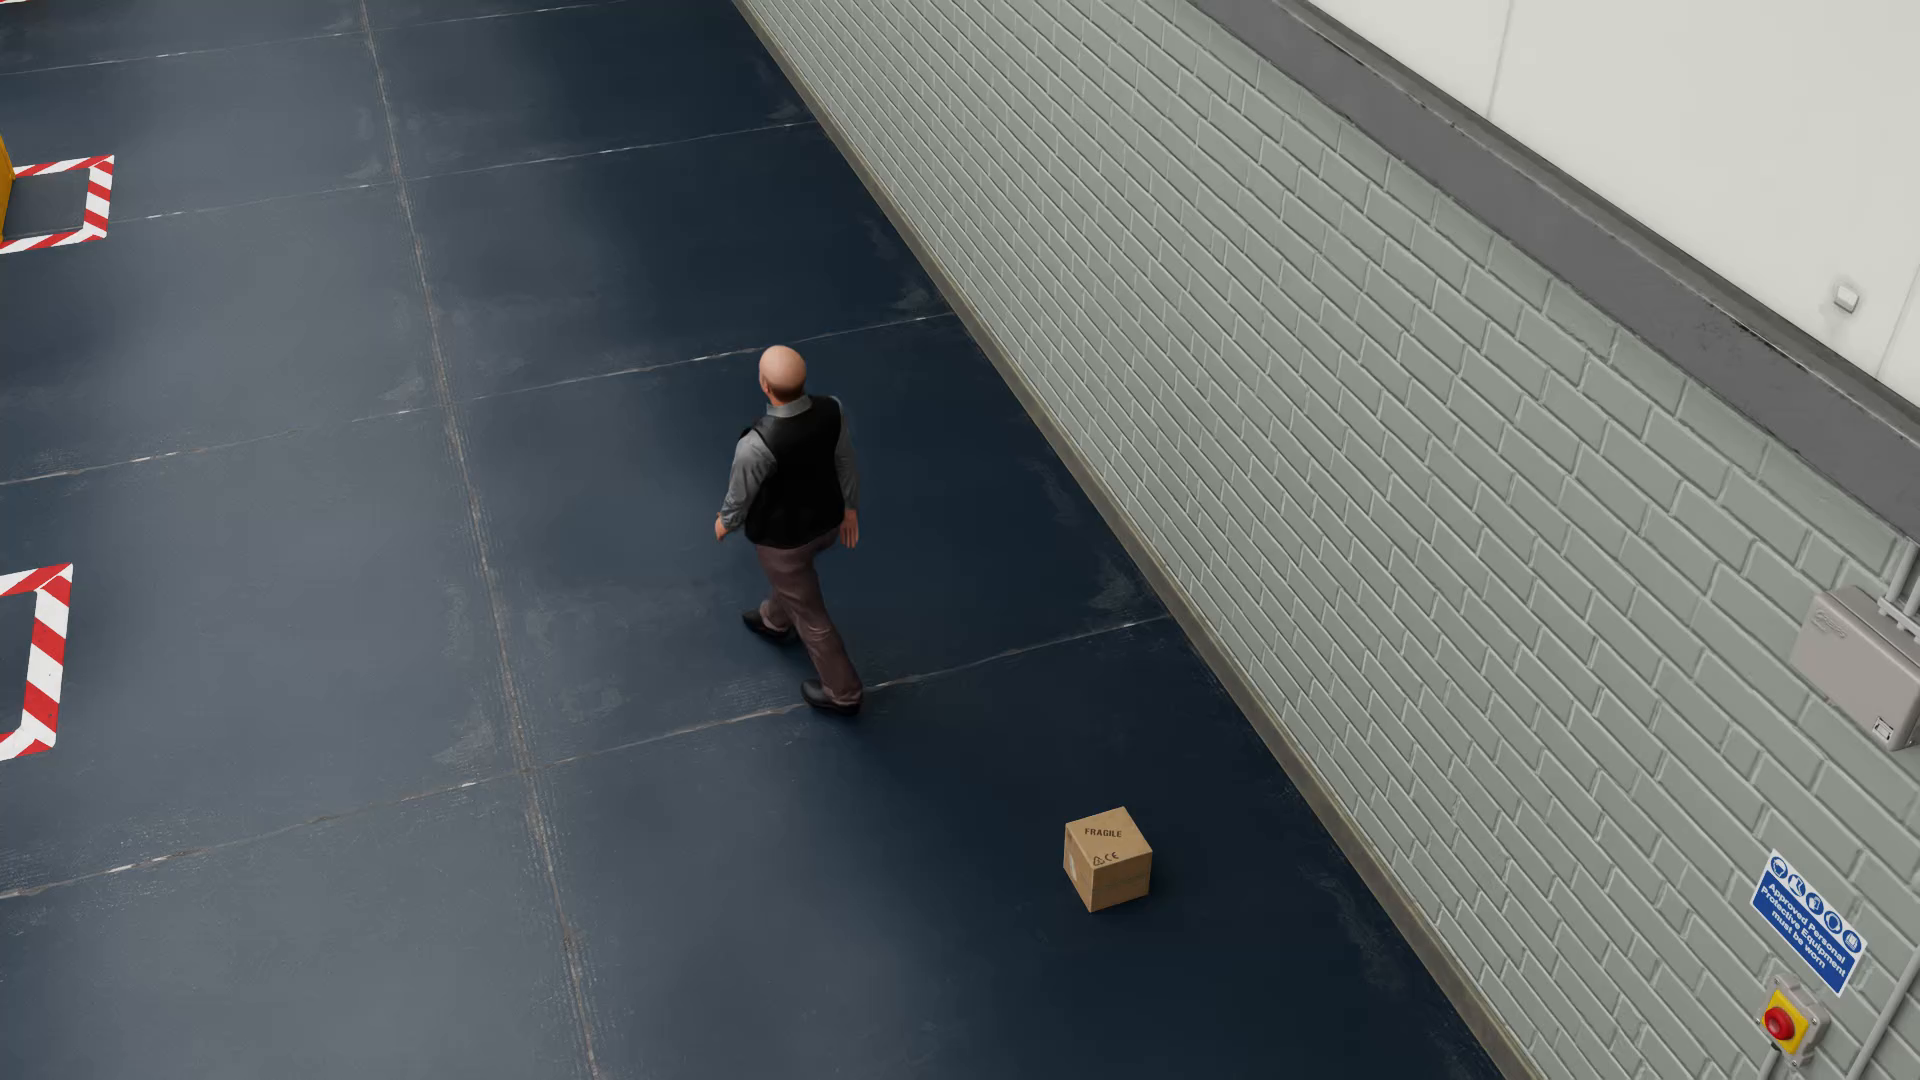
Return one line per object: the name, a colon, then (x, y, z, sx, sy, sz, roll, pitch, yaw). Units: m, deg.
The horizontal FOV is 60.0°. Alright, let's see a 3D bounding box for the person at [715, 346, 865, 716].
person: (-0.747, -0.082, 6.901, 0.899, 1.710, 0.555, 28, 45, 31)
